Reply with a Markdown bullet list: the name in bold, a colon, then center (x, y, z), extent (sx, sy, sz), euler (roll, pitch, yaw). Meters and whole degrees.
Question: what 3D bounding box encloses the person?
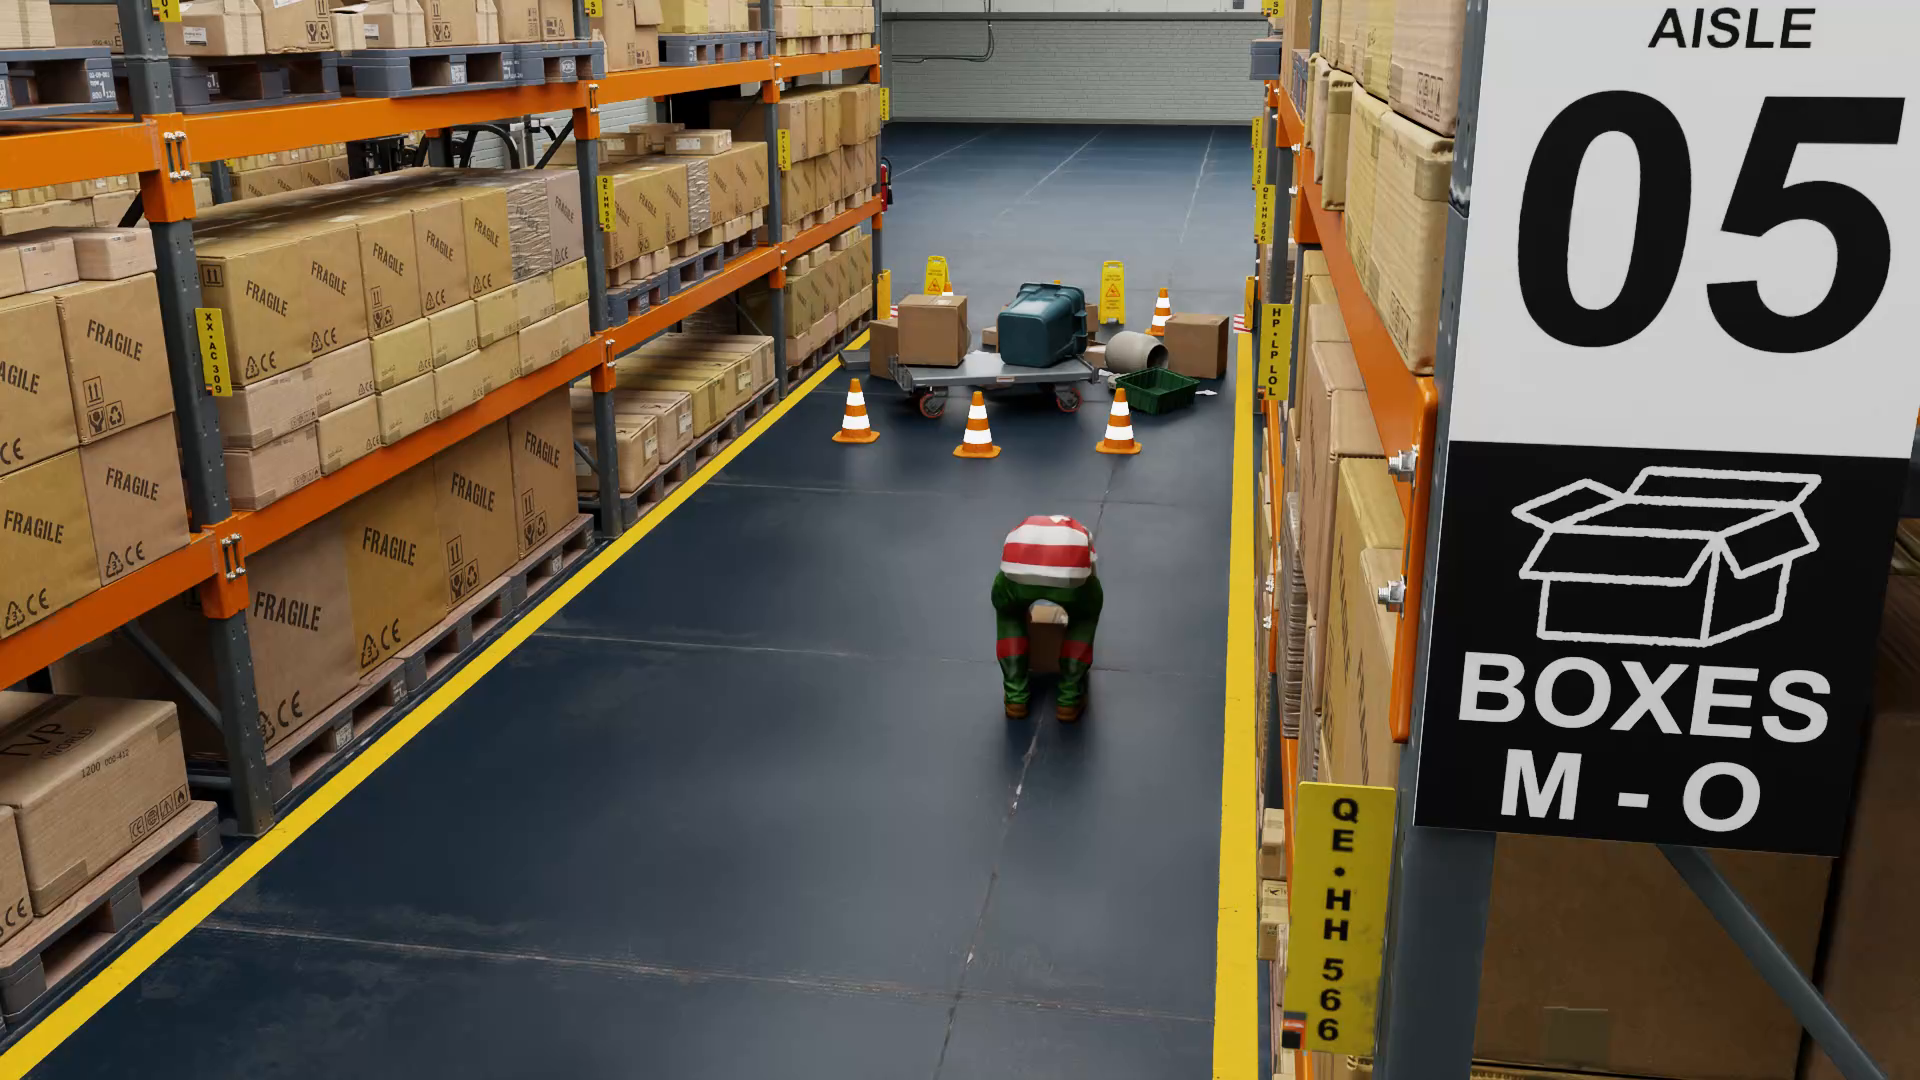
- **person**: center (0.420, 0.293, 7.932), extent (0.532, 0.970, 0.948), euler (2, 18, 7)
